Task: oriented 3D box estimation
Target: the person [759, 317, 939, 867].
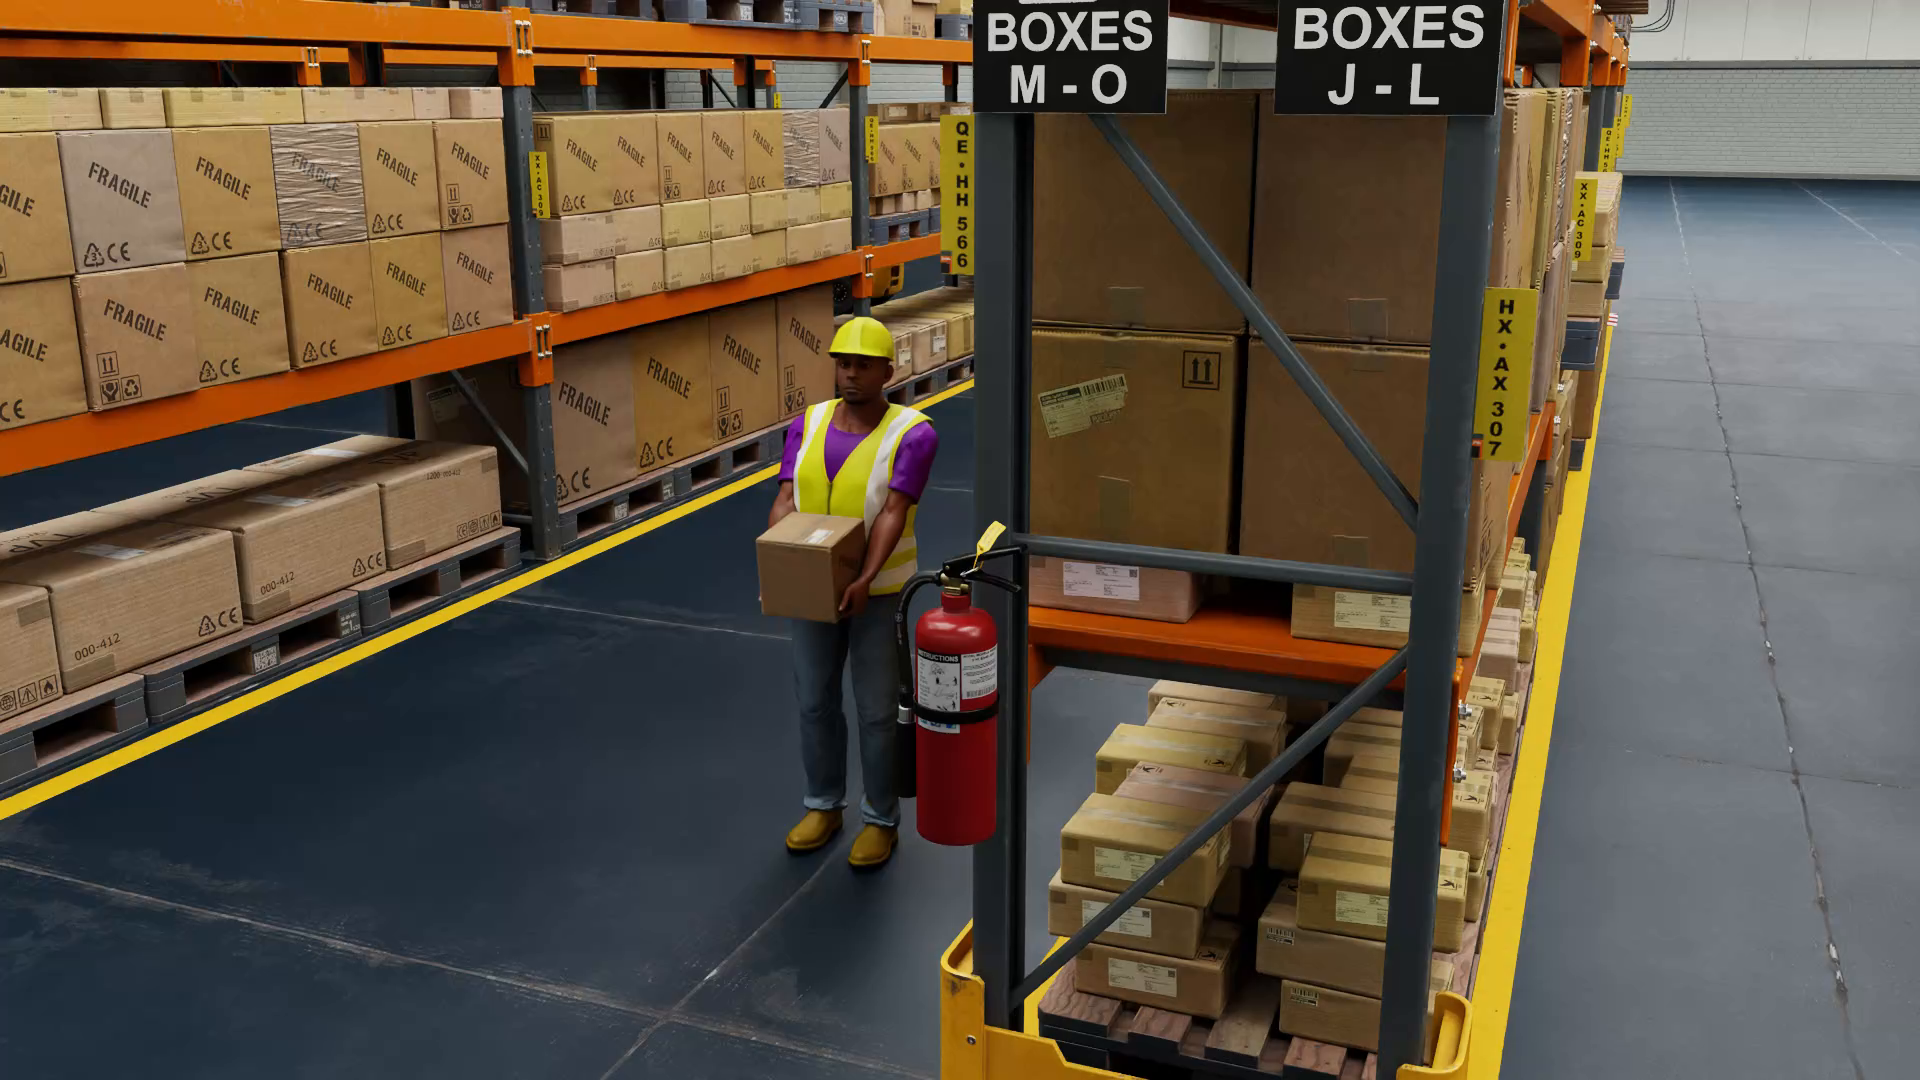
[{"bbox_3d":[-0.369,0.184,5.316,0.503,1.760,0.577,6,16,20],"label":"person"}]
